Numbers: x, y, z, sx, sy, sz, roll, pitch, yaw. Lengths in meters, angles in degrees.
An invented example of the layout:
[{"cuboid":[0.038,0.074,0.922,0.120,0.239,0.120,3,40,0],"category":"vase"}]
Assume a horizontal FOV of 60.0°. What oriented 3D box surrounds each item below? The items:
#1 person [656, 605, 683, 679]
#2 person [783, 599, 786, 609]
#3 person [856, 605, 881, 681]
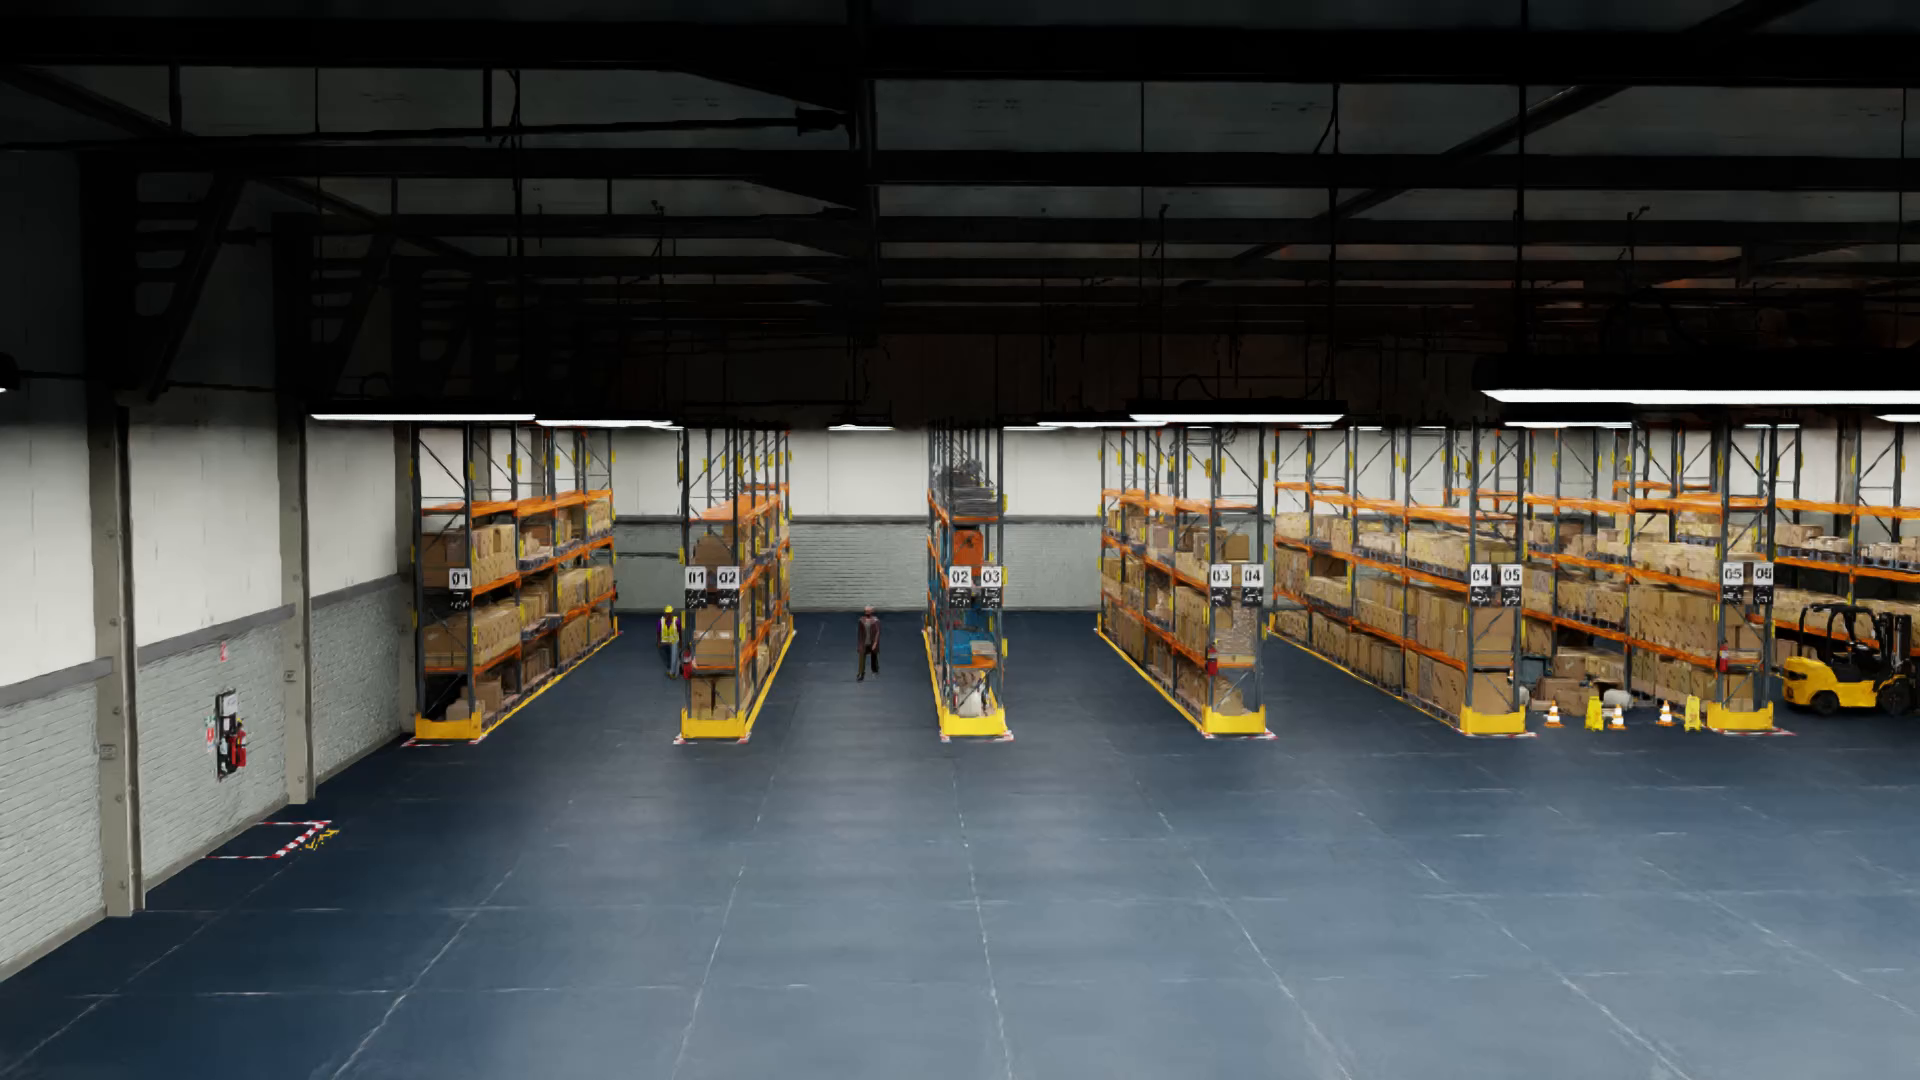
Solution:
[{"cuboid":[-6.764,2.350,38.618,0.577,1.687,1.113,0,4,0],"category":"person"},{"cuboid":[-5.484,1.592,49.994,0.688,1.716,0.796,-2,4,-23],"category":"person"},{"cuboid":[-2.087,2.354,38.252,0.573,1.715,1.103,0,4,6],"category":"person"}]
